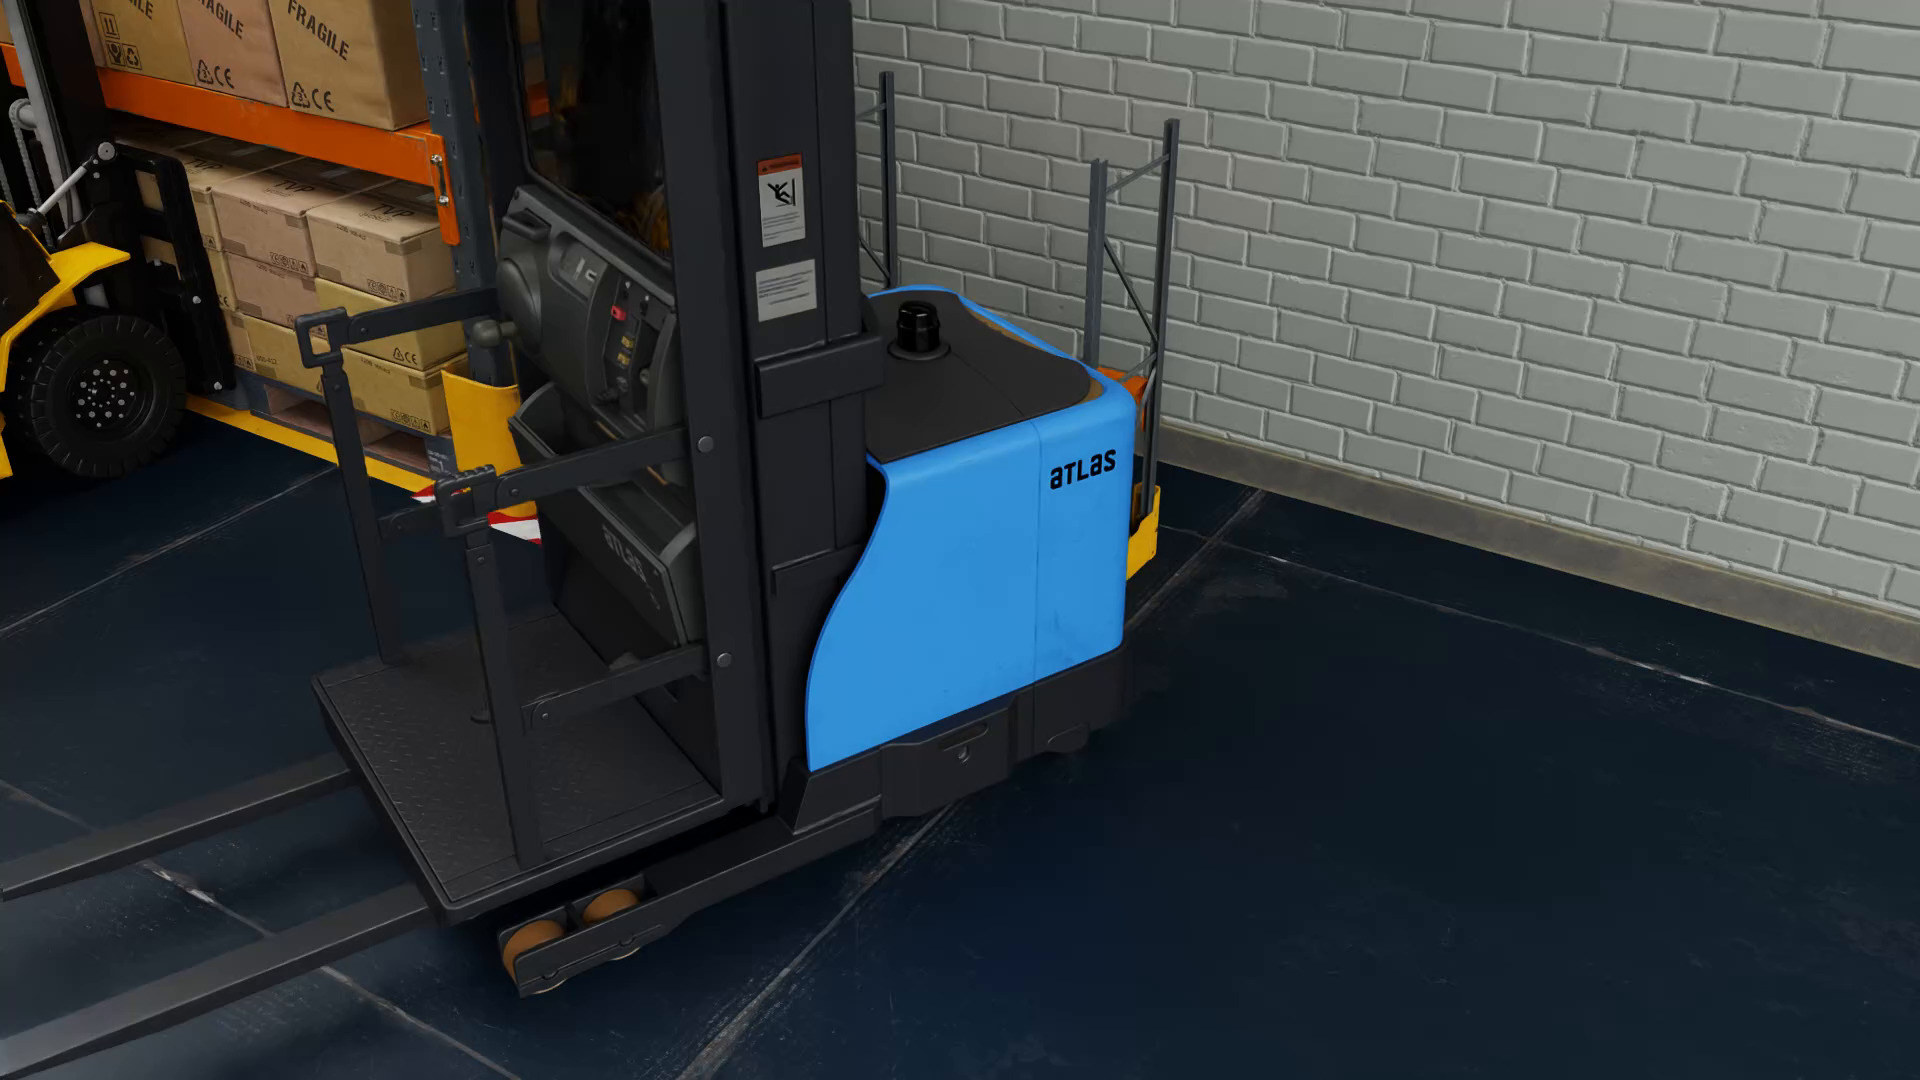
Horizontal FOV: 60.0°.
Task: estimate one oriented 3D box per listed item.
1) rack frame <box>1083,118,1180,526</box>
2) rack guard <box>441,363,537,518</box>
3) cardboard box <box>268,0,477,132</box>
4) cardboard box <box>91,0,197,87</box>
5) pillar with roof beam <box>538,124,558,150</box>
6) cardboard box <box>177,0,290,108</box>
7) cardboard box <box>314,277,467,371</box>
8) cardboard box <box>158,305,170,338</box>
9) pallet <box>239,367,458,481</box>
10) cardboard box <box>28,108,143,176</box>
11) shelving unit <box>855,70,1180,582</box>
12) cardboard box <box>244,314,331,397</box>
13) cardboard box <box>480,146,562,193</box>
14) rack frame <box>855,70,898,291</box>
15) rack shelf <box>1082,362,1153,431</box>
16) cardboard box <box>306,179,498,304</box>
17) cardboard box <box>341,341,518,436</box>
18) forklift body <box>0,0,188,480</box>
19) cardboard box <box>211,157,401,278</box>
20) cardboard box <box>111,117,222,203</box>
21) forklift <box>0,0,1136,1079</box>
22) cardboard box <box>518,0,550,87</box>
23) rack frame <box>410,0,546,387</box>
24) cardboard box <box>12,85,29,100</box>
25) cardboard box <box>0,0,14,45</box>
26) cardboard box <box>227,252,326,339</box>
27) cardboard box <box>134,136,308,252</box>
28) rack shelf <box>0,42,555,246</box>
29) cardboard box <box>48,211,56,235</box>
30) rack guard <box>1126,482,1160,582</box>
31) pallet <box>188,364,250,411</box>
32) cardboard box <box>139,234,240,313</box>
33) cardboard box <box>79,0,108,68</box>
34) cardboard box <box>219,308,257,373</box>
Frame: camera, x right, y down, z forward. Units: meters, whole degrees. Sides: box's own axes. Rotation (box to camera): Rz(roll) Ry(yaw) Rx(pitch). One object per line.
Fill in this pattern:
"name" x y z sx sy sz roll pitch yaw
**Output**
"rack frame" 0.503 -0.489 5.099 0.032 1.500 0.500 18 35 27
"rack guard" -1.373 -0.577 6.244 0.348 0.500 1.175 18 35 27
"cardboard box" -1.950 -1.727 5.634 0.500 0.500 0.500 17 34 26
"cardboard box" -2.819 -2.007 6.114 0.500 0.500 0.500 17 34 26
"pillar with roof beam" -3.793 -2.989 1.943 0.400 9.000 9.100 18 35 27
"cardboard box" -2.384 -1.870 5.879 0.500 0.500 0.500 19 35 29
"cardboard box" -1.972 -0.870 6.081 0.500 0.250 0.500 17 34 27
"cardboard box" -3.246 -1.053 6.890 0.500 0.250 0.500 19 35 29
"pallet" -2.063 -0.646 6.648 1.213 0.211 1.003 18 35 27
"cardboard box" -3.683 -1.628 6.883 0.500 0.250 0.500 19 35 29
"shelving unit" 0.065 -0.627 5.337 1.083 1.500 0.587 18 35 27
"cardboard box" -2.376 -0.786 6.432 0.500 0.250 0.500 18 35 27
"cardboard box" -1.700 -1.299 6.319 0.500 0.250 0.500 17 34 27
"rack frame" -0.358 -0.761 5.566 0.032 1.500 0.500 18 35 27
"rack shelf" 0.072 -0.470 5.424 1.000 0.185 0.538 18 35 27
"cardboard box" -1.949 -1.079 5.943 0.500 0.250 0.500 19 35 29
"cardboard box" -1.959 -0.648 6.197 0.500 0.250 0.500 18 35 28
"forklift body" -3.969 -1.026 5.375 1.214 2.155 2.313 18 35 27
"cardboard box" -2.385 -1.214 6.173 0.500 0.250 0.500 18 35 28
"cardboard box" -3.243 -1.484 6.636 0.500 0.250 0.500 17 34 26
"forklift" -1.034 -0.503 3.704 3.031 2.935 1.130 -19 35 -29
"cardboard box" -1.665 -1.958 6.030 0.500 0.500 0.500 19 35 29
"rack frame" -1.393 -1.664 5.625 0.127 3.000 1.000 18 35 27
"cardboard box" -4.111 -1.756 7.103 0.500 0.250 0.500 18 35 27
"cardboard box" -3.665 -2.280 6.583 0.500 0.500 0.500 17 34 27
"cardboard box" -2.391 -1.009 6.319 0.500 0.250 0.500 17 34 27
"cardboard box" -2.818 -1.345 6.398 0.500 0.250 0.500 18 35 28
"rack shelf" -3.087 -1.889 6.725 4.000 0.370 1.077 18 35 27
"cardboard box" -3.688 -1.410 7.006 0.500 0.250 0.500 17 34 27
"rack guard" 0.486 0.046 5.423 0.087 0.250 0.587 18 35 27
"pallet" -3.093 -0.973 7.209 1.213 0.211 1.003 18 35 27
"cardboard box" -2.839 -1.139 6.541 0.500 0.250 0.500 17 34 26
"cardboard box" -3.250 -2.137 6.336 0.500 0.500 0.500 18 35 28
"cardboard box" -2.794 -0.923 6.668 0.500 0.250 0.500 18 35 28
